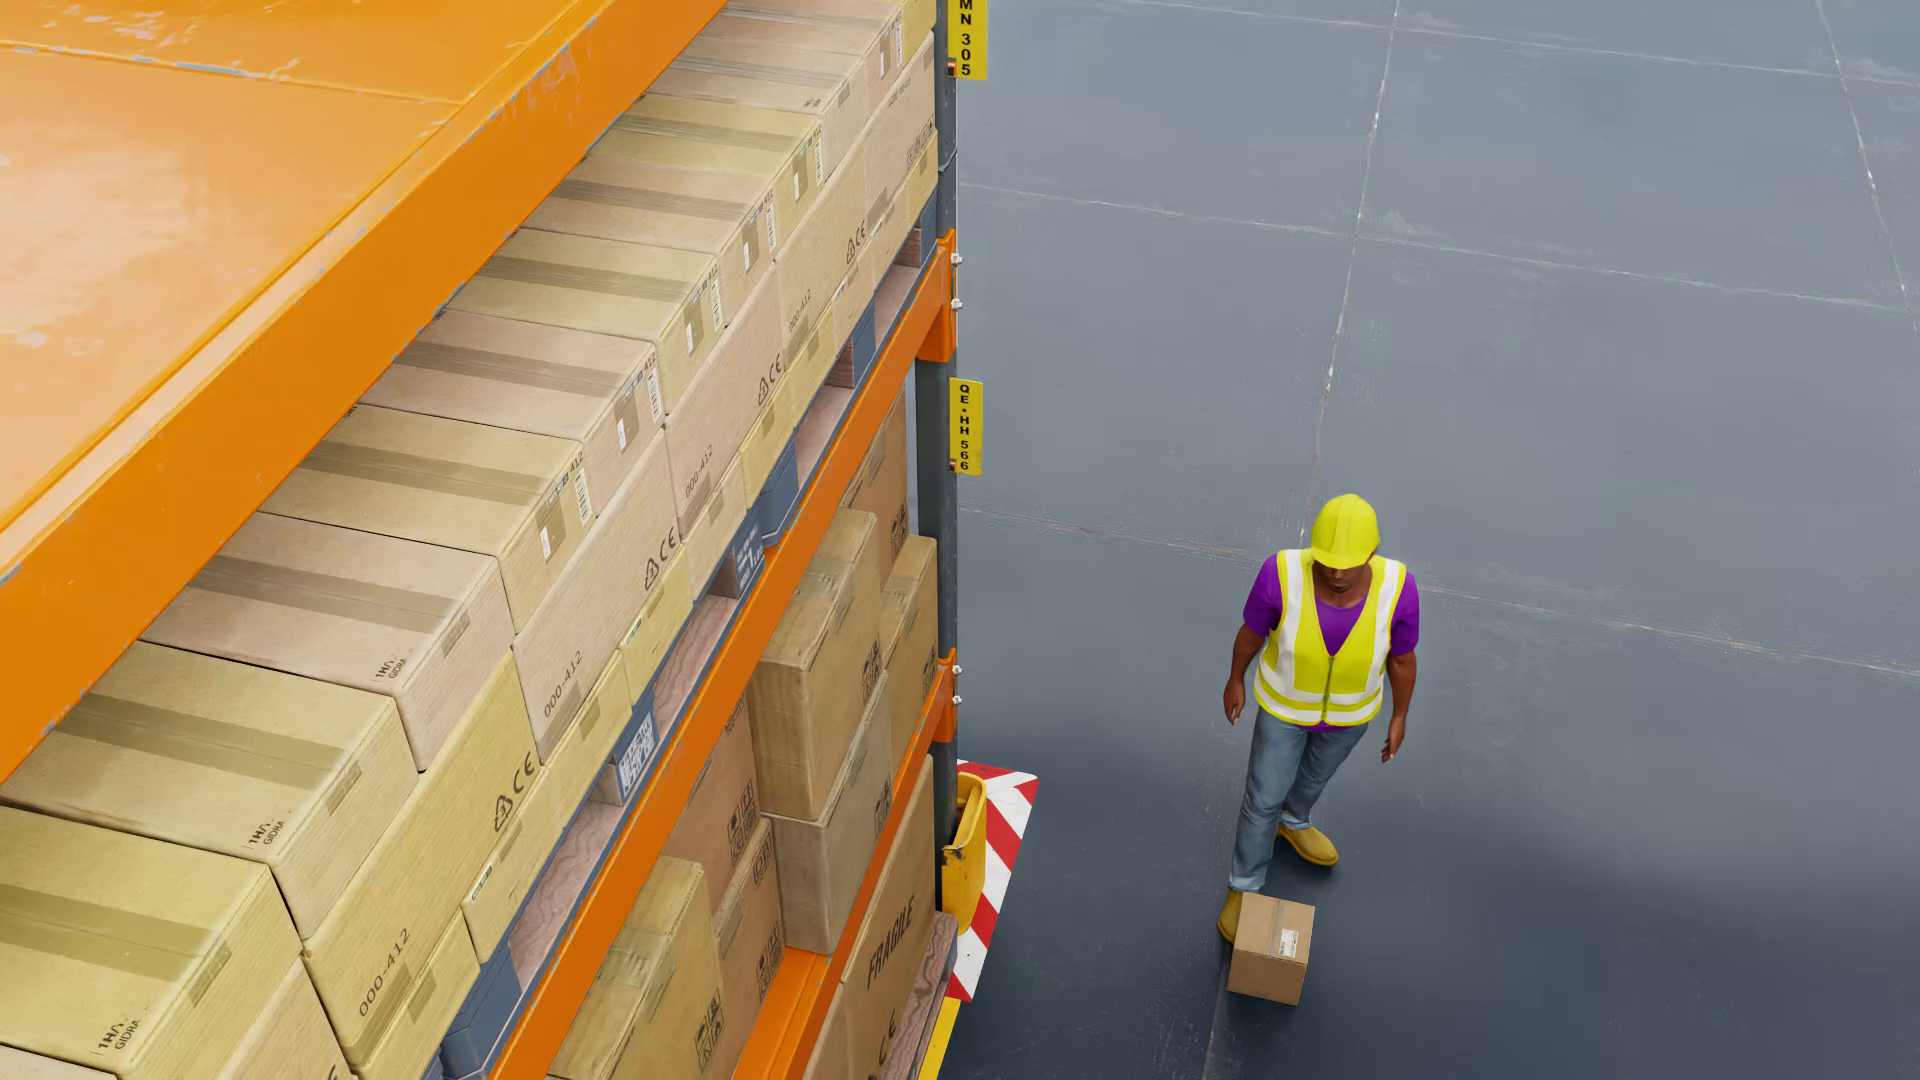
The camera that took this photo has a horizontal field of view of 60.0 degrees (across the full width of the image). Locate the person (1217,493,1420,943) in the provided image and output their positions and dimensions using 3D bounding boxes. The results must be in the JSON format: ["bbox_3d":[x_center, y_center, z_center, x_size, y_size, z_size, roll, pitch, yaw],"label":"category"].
[{"bbox_3d":[1.212,0.603,5.596,0.601,1.758,0.643,1,41,1],"label":"person"}]
